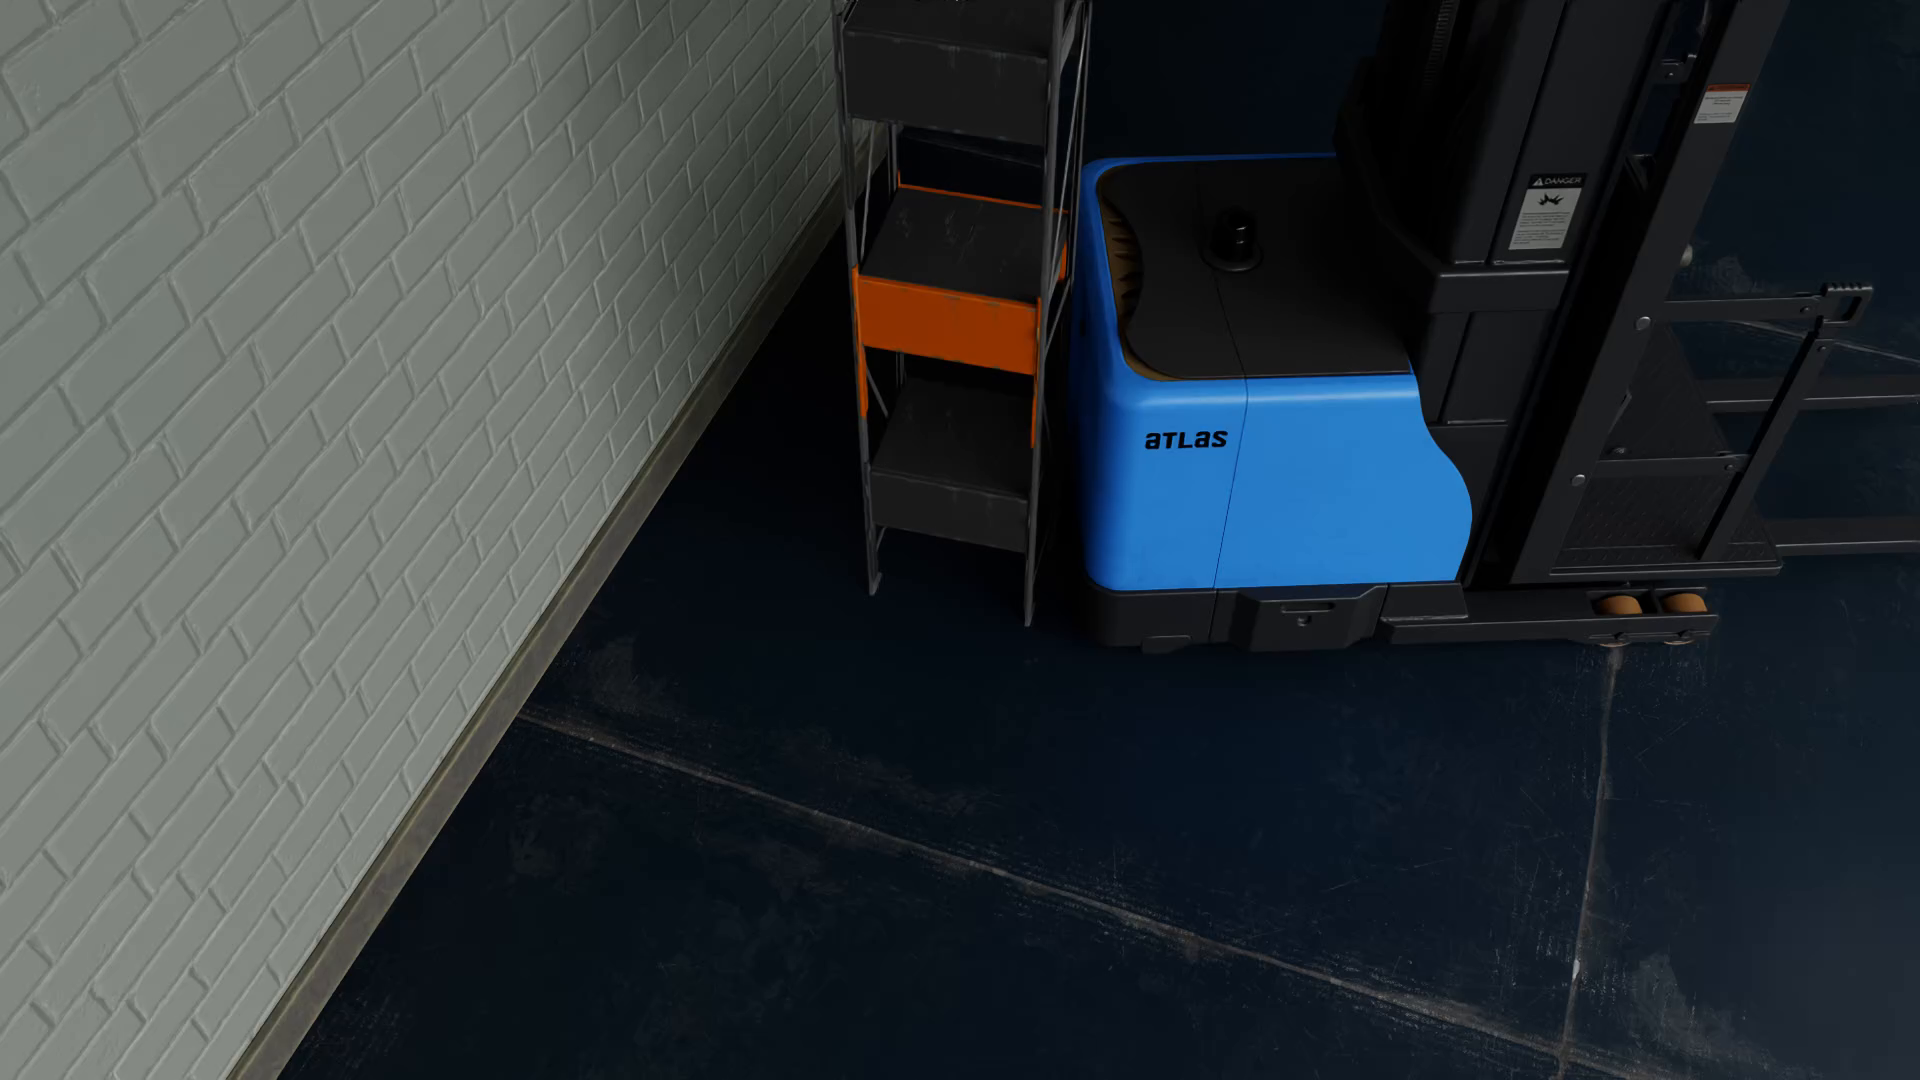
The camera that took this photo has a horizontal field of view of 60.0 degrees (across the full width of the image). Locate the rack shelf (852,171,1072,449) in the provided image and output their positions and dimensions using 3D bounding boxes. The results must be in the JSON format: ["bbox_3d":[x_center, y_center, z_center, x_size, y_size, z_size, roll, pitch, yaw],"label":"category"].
[{"bbox_3d":[0.015,-0.608,4.406,0.480,0.518,0.431,11,50,9],"label":"rack shelf"}]

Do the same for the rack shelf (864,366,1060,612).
[{"bbox_3d":[0.015,-0.150,4.935,0.480,0.518,0.431,11,50,9],"label":"rack shelf"}]

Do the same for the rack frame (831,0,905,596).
[{"bbox_3d":[-0.221,-0.663,4.435,0.015,2.100,0.400,11,50,9],"label":"rack frame"}]

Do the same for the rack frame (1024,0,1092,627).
[{"bbox_3d":[0.251,-0.571,4.356,0.015,2.100,0.400,11,50,9],"label":"rack frame"}]

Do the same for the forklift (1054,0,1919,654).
[{"bbox_3d":[1.841,-1.042,4.213,3.031,2.935,1.130,-2,49,-2],"label":"forklift"}]

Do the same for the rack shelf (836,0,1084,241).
[{"bbox_3d":[0.015,-1.067,3.877,0.480,0.518,0.431,11,50,9],"label":"rack shelf"}]

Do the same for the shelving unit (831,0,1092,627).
[{"bbox_3d":[0.015,-0.617,4.395,0.503,2.100,0.431,11,50,9],"label":"shelving unit"}]
